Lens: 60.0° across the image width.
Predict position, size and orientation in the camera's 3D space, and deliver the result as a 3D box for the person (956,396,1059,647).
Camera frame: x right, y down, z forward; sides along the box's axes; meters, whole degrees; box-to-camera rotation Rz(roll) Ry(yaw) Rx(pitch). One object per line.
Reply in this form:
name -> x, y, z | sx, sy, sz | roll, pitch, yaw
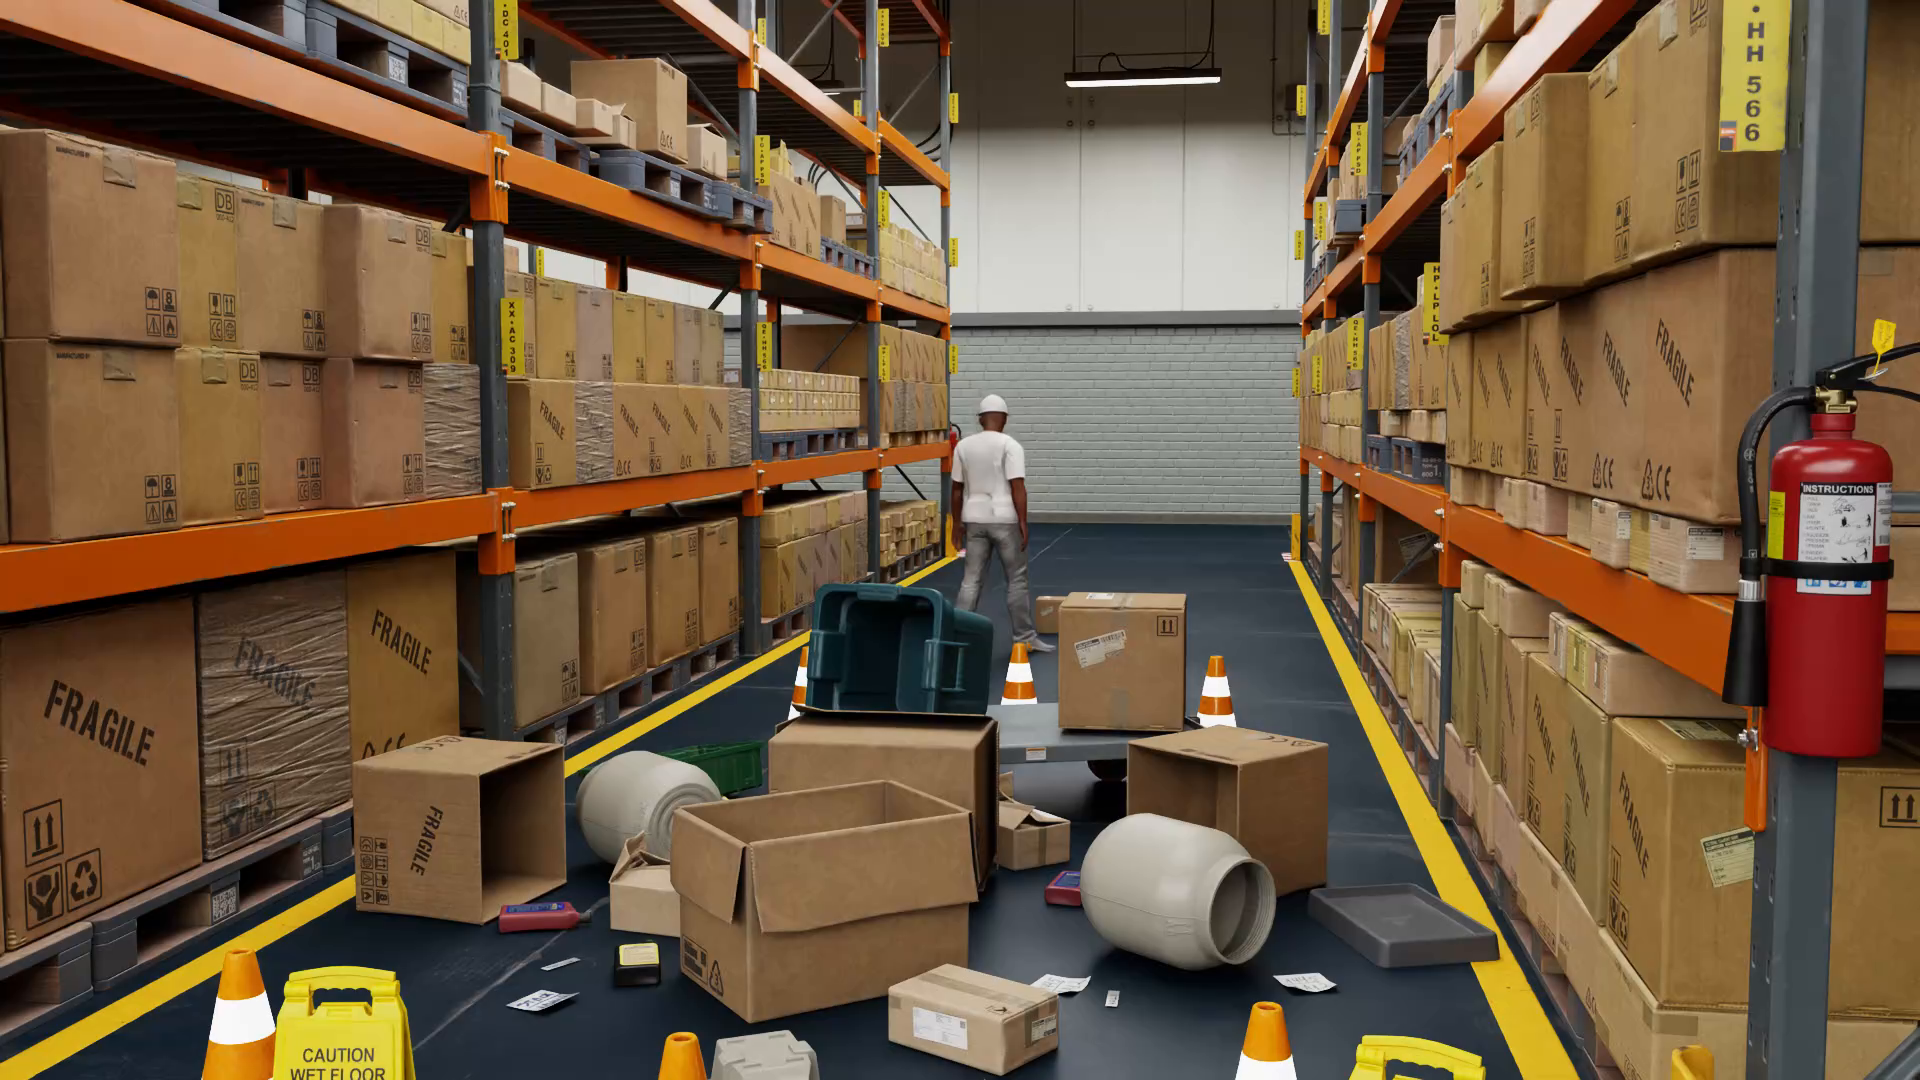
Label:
person -> 0.283, -0.116, 11.391 | 0.644, 1.726, 0.871 | 3, 5, 31
